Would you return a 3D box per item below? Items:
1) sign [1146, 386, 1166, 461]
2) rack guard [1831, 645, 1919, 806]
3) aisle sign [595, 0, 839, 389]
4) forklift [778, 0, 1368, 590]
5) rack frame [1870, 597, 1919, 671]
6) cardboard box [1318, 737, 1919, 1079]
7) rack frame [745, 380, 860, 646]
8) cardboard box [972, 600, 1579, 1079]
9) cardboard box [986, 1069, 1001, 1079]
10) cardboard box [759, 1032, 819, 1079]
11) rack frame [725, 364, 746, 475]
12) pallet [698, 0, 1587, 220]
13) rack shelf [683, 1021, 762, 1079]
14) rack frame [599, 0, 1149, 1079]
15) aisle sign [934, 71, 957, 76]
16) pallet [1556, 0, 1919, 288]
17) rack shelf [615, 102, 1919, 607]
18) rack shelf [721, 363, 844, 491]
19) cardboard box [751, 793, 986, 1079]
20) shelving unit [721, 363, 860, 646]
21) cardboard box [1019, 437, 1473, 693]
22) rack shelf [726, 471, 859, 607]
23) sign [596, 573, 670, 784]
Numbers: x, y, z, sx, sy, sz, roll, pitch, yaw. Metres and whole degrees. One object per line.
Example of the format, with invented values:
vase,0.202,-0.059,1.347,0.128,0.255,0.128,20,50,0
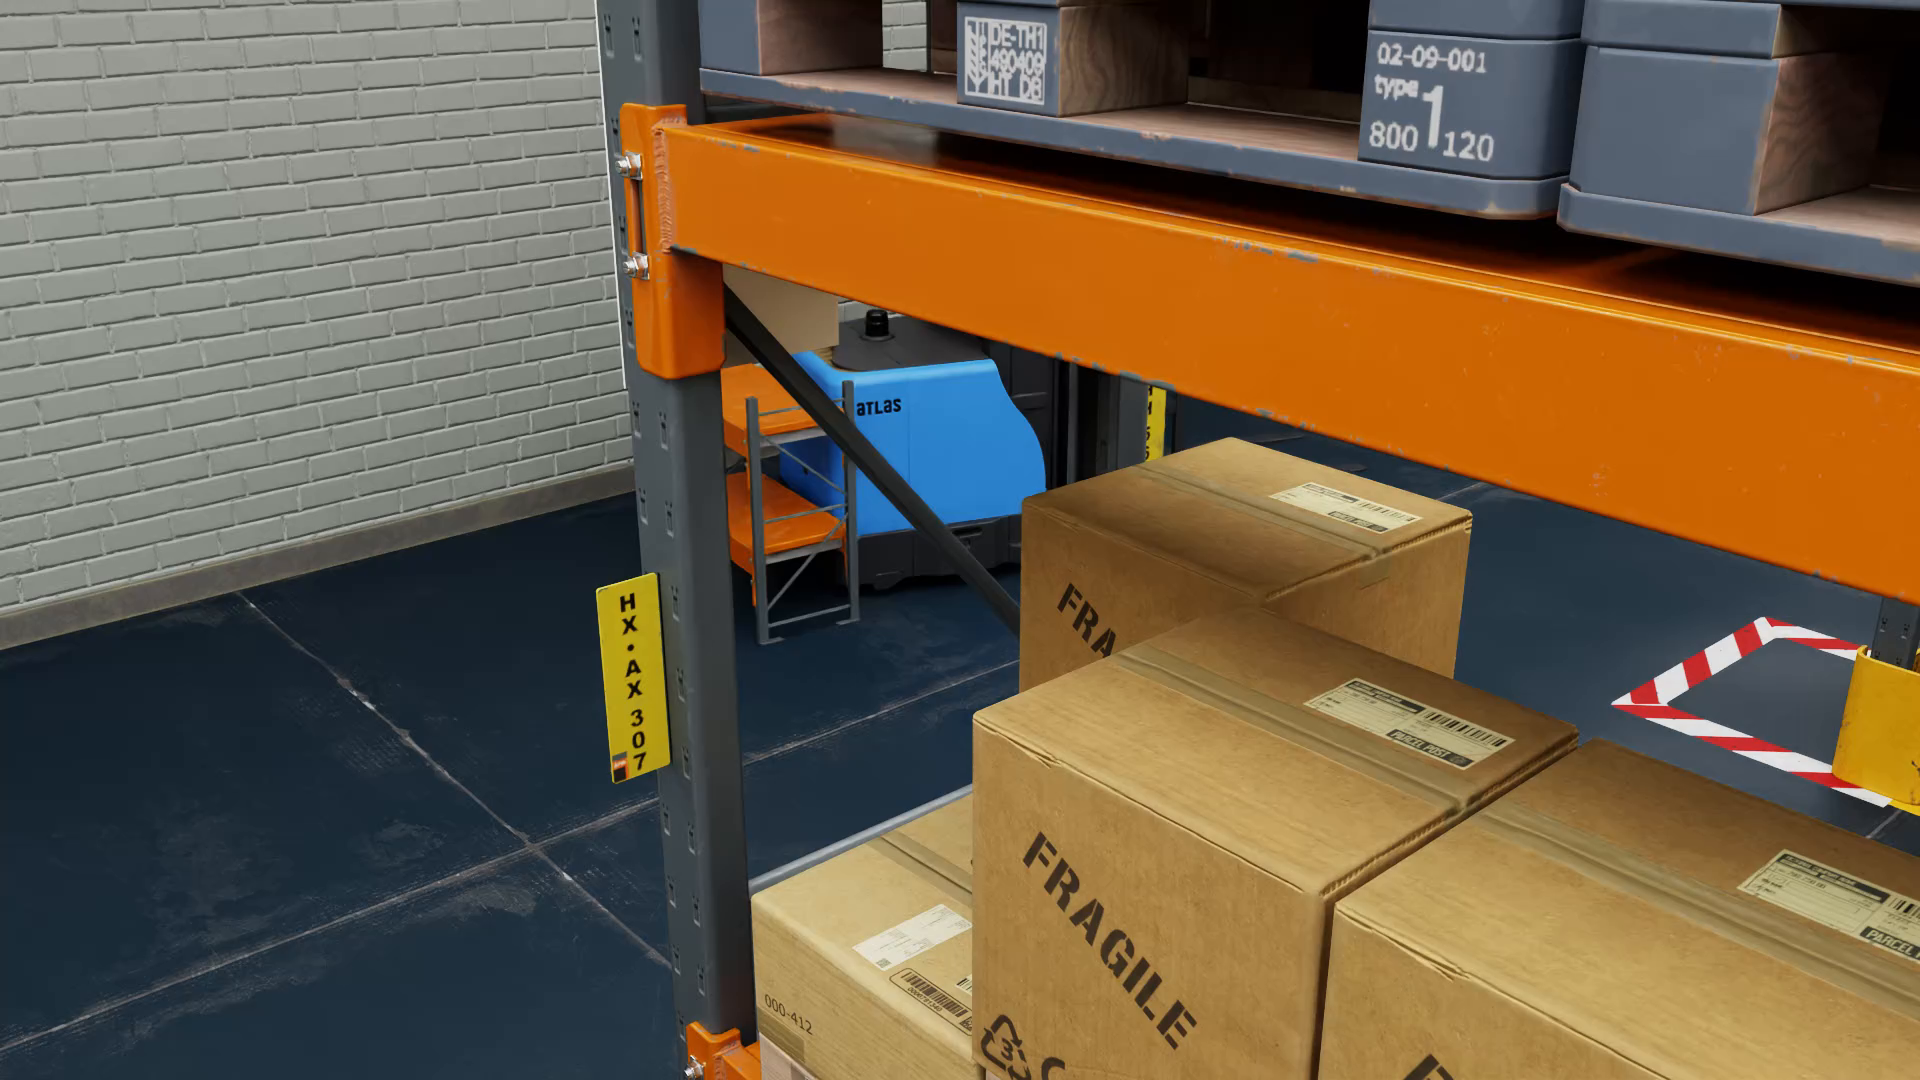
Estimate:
sign,0.348,-0.253,3.104,0.100,0.325,0.005,-17,27,-37
rack guard,3.801,0.554,6.384,1.175,0.500,0.348,-17,27,-37
aisle sign,-0.346,-0.637,2.433,0.394,0.787,0.004,-17,27,-37
forklift,0.645,-1.452,8.172,3.031,2.935,1.130,-8,23,-20
rack frame,3.752,-0.631,5.982,1.000,3.000,0.127,-17,27,-37
cardboard box,0.706,0.581,1.657,0.500,0.500,0.500,-18,28,-39
rack frame,-0.674,-0.113,7.229,0.500,1.125,0.032,-13,25,-30
cardboard box,0.363,0.439,2.019,0.500,0.500,0.500,-18,28,-39
cardboard box,0.381,0.792,2.146,0.500,0.250,0.500,-18,28,-38
cardboard box,-0.090,0.816,2.633,0.380,0.149,0.250,-17,27,-37
rack frame,-1.228,-0.424,8.023,0.500,1.125,0.032,-13,25,-30
pallet,0.420,-0.631,1.990,1.003,0.211,1.213,-17,27,-37
rack shelf,1.234,1.410,1.759,1.077,0.370,4.000,-17,27,-37
rack frame,-0.069,0.521,3.040,0.949,2.616,0.053,-17,27,-37
aisle sign,0.109,-0.780,2.797,0.394,0.787,0.004,-17,27,-37
pallet,1.221,-0.294,1.129,1.003,0.211,1.213,-17,27,-37
rack shelf,1.234,0.013,1.212,1.077,0.370,4.000,-17,27,-37
rack shelf,-0.951,-0.541,7.519,0.538,0.278,1.000,-13,25,-30
cardboard box,0.037,0.650,2.509,0.500,0.250,0.500,-18,28,-39
shelving unit,-0.951,-0.268,7.626,0.538,1.125,1.048,-13,25,-30
cardboard box,0.445,0.176,2.691,0.500,0.500,0.500,-17,27,-37
rack shelf,-0.951,-0.041,7.715,0.538,0.278,1.000,-13,25,-30
sign,-0.496,0.213,2.533,0.100,0.325,0.005,-17,27,-37
